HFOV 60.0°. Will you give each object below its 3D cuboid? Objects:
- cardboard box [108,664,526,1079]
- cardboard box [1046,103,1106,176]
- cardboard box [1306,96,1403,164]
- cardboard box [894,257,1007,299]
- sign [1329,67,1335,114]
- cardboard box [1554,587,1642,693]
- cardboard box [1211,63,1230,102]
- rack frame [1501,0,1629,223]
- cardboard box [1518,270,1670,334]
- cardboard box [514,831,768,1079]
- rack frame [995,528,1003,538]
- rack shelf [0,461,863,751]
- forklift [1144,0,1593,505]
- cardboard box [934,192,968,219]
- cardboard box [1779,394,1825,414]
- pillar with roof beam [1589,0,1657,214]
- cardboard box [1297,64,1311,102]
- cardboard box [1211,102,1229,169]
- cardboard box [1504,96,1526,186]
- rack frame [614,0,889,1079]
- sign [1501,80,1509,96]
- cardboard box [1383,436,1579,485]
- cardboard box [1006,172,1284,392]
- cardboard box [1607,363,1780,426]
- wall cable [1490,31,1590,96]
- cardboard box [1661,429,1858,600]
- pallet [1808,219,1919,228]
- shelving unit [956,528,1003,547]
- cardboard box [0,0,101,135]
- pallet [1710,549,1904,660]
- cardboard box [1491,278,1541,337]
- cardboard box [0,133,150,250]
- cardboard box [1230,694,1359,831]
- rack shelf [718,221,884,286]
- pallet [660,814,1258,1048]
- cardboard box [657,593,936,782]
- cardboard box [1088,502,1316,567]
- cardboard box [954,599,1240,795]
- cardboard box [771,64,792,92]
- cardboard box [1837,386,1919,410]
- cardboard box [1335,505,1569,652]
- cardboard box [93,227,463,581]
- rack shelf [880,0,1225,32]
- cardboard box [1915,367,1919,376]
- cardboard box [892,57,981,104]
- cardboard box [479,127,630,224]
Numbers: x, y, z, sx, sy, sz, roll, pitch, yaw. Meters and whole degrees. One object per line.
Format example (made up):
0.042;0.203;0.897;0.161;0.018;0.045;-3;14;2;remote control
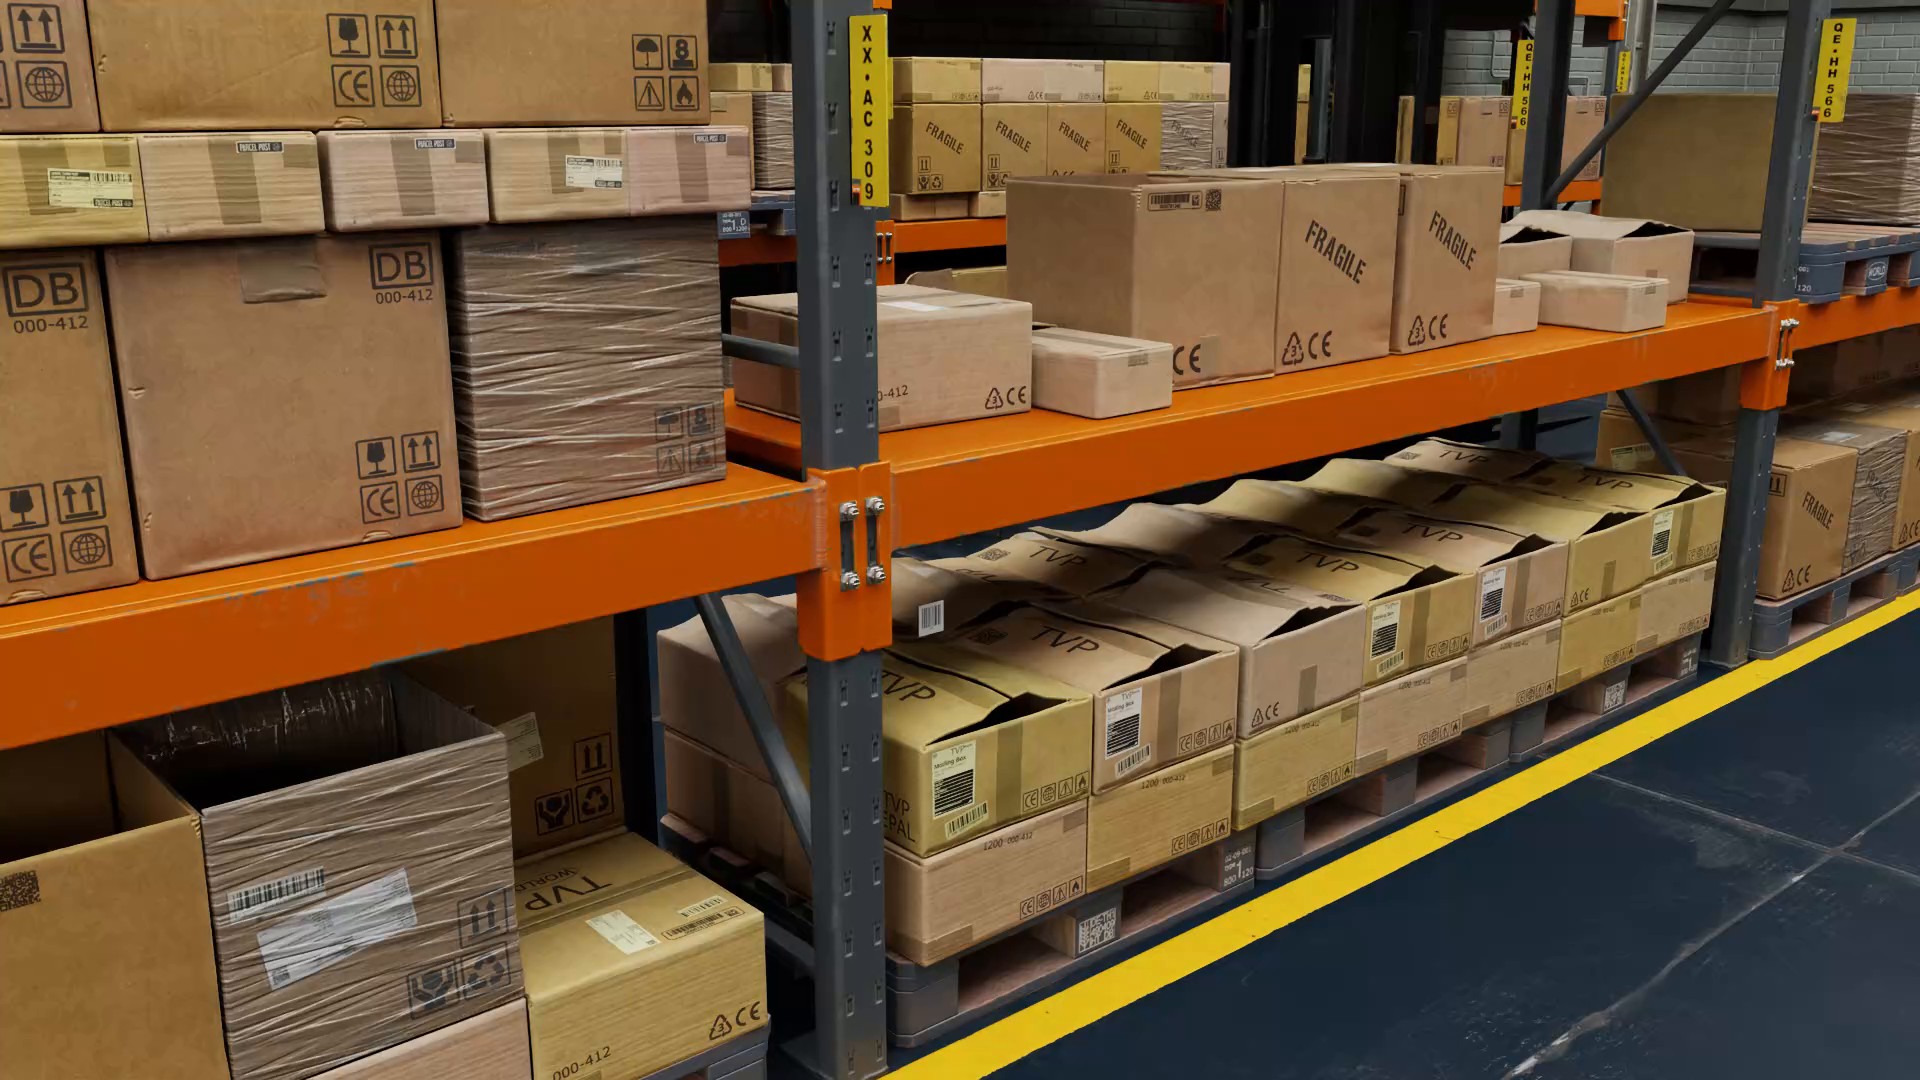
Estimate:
-1.117;0.561;2.900;0.500;0.500;0.500;-13;19;-39;cardboard box
0.548;-2.452;10.310;0.500;0.500;0.500;-13;20;-40;cardboard box
2.675;-2.959;12.433;0.700;0.700;0.980;-12;19;-39;cardboard box
-0.122;-1.311;10.197;0.750;0.750;0.750;-13;20;-40;cardboard box
2.618;-3.142;11.611;0.005;0.325;0.100;-13;19;-39;sign
1.869;0.266;5.454;0.500;0.250;0.500;-13;20;-40;cardboard box
1.678;-3.075;11.189;0.500;0.250;0.500;-12;19;-38;cardboard box
5.272;-3.403;14.676;0.127;3.000;1.000;-13;19;-39;rack frame
1.995;-0.756;5.255;0.250;0.149;0.380;-13;19;-39;cardboard box
-0.732;0.841;3.305;0.500;0.250;0.500;-13;19;-39;cardboard box
0.132;-0.537;7.726;0.008;1.050;0.200;-13;19;-39;rack frame
-2.034;0.280;2.282;4.000;0.370;1.077;-13;19;-39;rack shelf
2.192;-1.773;8.709;3.031;2.935;1.130;-10;18;-32;forklift
-0.167;-1.987;9.826;0.250;0.149;0.380;-12;19;-39;cardboard box
3.434;-0.380;7.353;0.500;0.500;0.500;-14;20;-41;cardboard box
9.567;-6.089;13.107;0.400;9.000;9.100;-13;19;-39;pillar with roof beam
2.070;-3.160;11.506;0.500;0.250;0.500;-12;19;-38;cardboard box
1.694;-2.711;11.278;0.500;0.500;0.500;-12;19;-39;cardboard box
4.353;-3.334;13.837;0.700;0.700;0.980;-13;20;-40;cardboard box
-0.526;-0.406;3.458;0.127;3.000;1.000;-13;19;-39;rack frame
4.913;-3.968;14.963;0.005;0.325;0.100;-13;19;-39;sign
1.904;-0.198;6.105;0.500;0.311;0.500;-12;19;-38;cardboard box
0.462;-0.671;4.254;0.500;0.500;0.500;-11;18;-35;cardboard box
3.083;-0.665;6.967;0.500;0.250;0.500;-12;19;-37;cardboard box
5.617;-4.295;16.047;1.851;1.984;0.084;-13;19;-39;wall cable
3.023;-0.110;6.341;0.500;0.500;0.500;-12;19;-37;cardboard box
3.956;-1.321;7.256;1.213;0.211;1.003;-13;19;-39;pallet
0.040;-0.516;7.648;0.252;1.050;0.215;-13;19;-39;shelving unit
-1.615;-0.834;2.353;0.500;0.500;0.700;-13;20;-39;cardboard box
3.080;0.144;6.801;1.213;0.211;1.003;-13;19;-39;pallet
1.567;-0.735;5.177;0.250;0.149;0.380;-11;18;-35;cardboard box
-1.359;-0.508;2.389;0.250;0.149;0.380;-13;20;-40;cardboard box
0.717;0.525;4.488;0.500;0.250;0.500;-13;20;-41;cardboard box
-2.272;-1.361;8.427;4.000;0.370;1.077;-13;19;-39;rack shelf
0.005;0.809;4.313;1.213;0.211;1.003;-13;19;-39;pallet
-0.408;0.324;4.152;0.500;0.311;0.500;-13;19;-39;cardboard box
0.740;0.066;5.117;0.500;0.311;0.500;-13;20;-40;cardboard box
0.331;0.343;4.080;0.500;0.311;0.500;-13;20;-40;cardboard box
-1.003;-2.557;9.209;0.380;0.149;0.250;13;20;40;cardboard box
4.186;-0.373;7.326;0.500;0.500;0.500;-14;20;-41;cardboard box
1.488;0.082;5.059;0.500;0.311;0.500;-13;20;-40;cardboard box
-1.250;-0.287;2.820;0.500;0.500;0.700;-13;20;-40;cardboard box
0.746;-3.488;10.577;4.000;0.370;1.077;-13;19;-39;rack shelf
4.589;-0.639;8.322;0.500;0.500;0.500;-12;19;-39;cardboard box
-0.229;-2.643;9.570;0.500;0.250;0.500;-12;19;-38;cardboard box
-0.778;-0.639;2.877;0.250;0.149;0.380;-13;20;-41;cardboard box
